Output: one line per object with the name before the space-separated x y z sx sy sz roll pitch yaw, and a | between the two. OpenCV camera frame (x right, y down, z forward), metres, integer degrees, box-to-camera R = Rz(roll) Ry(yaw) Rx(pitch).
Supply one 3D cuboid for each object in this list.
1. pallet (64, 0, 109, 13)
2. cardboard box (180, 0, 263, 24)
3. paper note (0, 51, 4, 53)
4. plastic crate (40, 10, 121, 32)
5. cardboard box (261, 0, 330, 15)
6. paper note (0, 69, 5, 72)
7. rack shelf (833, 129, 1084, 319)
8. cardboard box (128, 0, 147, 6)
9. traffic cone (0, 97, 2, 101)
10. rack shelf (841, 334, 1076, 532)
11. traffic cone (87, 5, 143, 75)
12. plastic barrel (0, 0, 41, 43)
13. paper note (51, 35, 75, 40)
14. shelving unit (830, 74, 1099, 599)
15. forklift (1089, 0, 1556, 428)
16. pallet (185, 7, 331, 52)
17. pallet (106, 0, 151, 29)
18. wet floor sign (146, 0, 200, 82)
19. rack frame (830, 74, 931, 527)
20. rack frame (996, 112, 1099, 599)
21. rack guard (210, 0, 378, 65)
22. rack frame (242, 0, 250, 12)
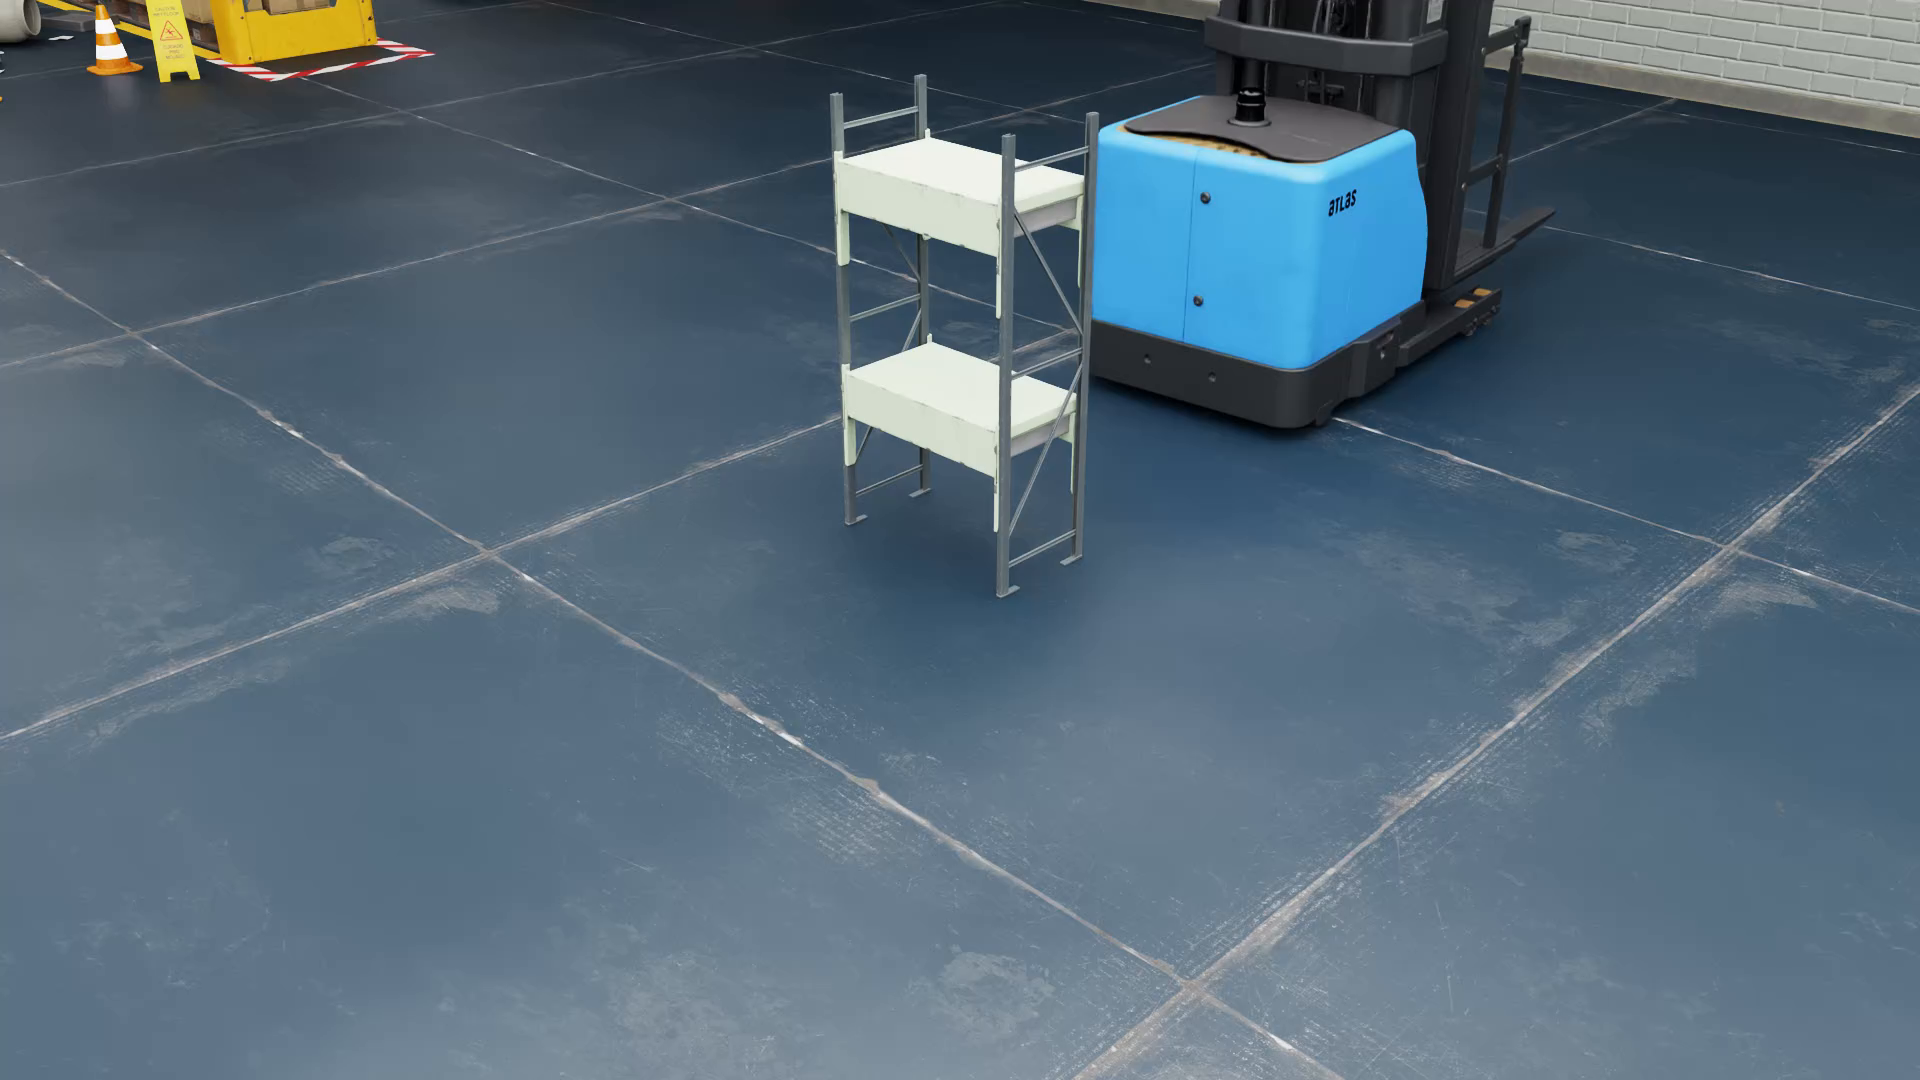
pallet | -7.461 -5.001 15.035 1.213 0.211 1.003 25 36 38
cardboard box | -5.895 -4.289 13.187 0.500 0.250 0.500 24 36 38
paper note | -7.502 -3.812 12.989 0.123 0.001 0.032 25 36 38
plastic crate | -7.420 -4.366 13.968 0.583 0.080 0.402 12 30 22
cardboard box | -5.494 -4.462 13.516 0.500 0.250 0.500 24 36 38
paper note | -7.182 -3.472 12.319 0.142 0.019 0.148 12 30 22
rack shelf | 0.005 -1.007 5.215 0.720 0.370 0.431 25 36 38
cardboard box | -6.618 -4.622 13.820 0.500 0.250 0.500 23 35 37
traffic cone | -6.859 -3.248 11.430 0.334 0.463 0.336 25 36 38
rack shelf | 0.005 -0.373 5.549 0.720 0.370 0.431 25 36 38
traffic cone | -6.323 -3.727 12.341 0.334 0.463 0.336 25 36 38
plastic barrel | -7.647 -4.169 13.224 0.512 0.421 0.421 -3 28 -5
paper note | -7.270 -4.071 13.459 0.148 0.019 0.142 12 30 22
shelving unit | 0.005 -0.662 5.397 0.755 1.500 0.431 25 36 38
forklift | 1.828 -2.344 7.058 1.130 2.935 3.031 21 34 34
pallet | -5.721 -4.205 13.521 1.213 0.211 1.003 25 36 38
pallet | -6.587 -4.603 14.278 1.213 0.211 1.003 25 36 38
wet floor sign | -5.727 -3.679 12.053 0.267 0.644 0.232 -13 30 -22
rack frame | -0.256 -0.781 5.624 0.023 1.500 0.400 25 36 38
rack frame | 0.266 -0.542 5.170 0.023 1.500 0.400 25 36 38
rack guard | -5.167 -4.056 12.927 0.348 0.500 1.175 25 36 38
rack frame | -5.112 -5.138 12.298 0.127 3.000 1.000 25 36 38
